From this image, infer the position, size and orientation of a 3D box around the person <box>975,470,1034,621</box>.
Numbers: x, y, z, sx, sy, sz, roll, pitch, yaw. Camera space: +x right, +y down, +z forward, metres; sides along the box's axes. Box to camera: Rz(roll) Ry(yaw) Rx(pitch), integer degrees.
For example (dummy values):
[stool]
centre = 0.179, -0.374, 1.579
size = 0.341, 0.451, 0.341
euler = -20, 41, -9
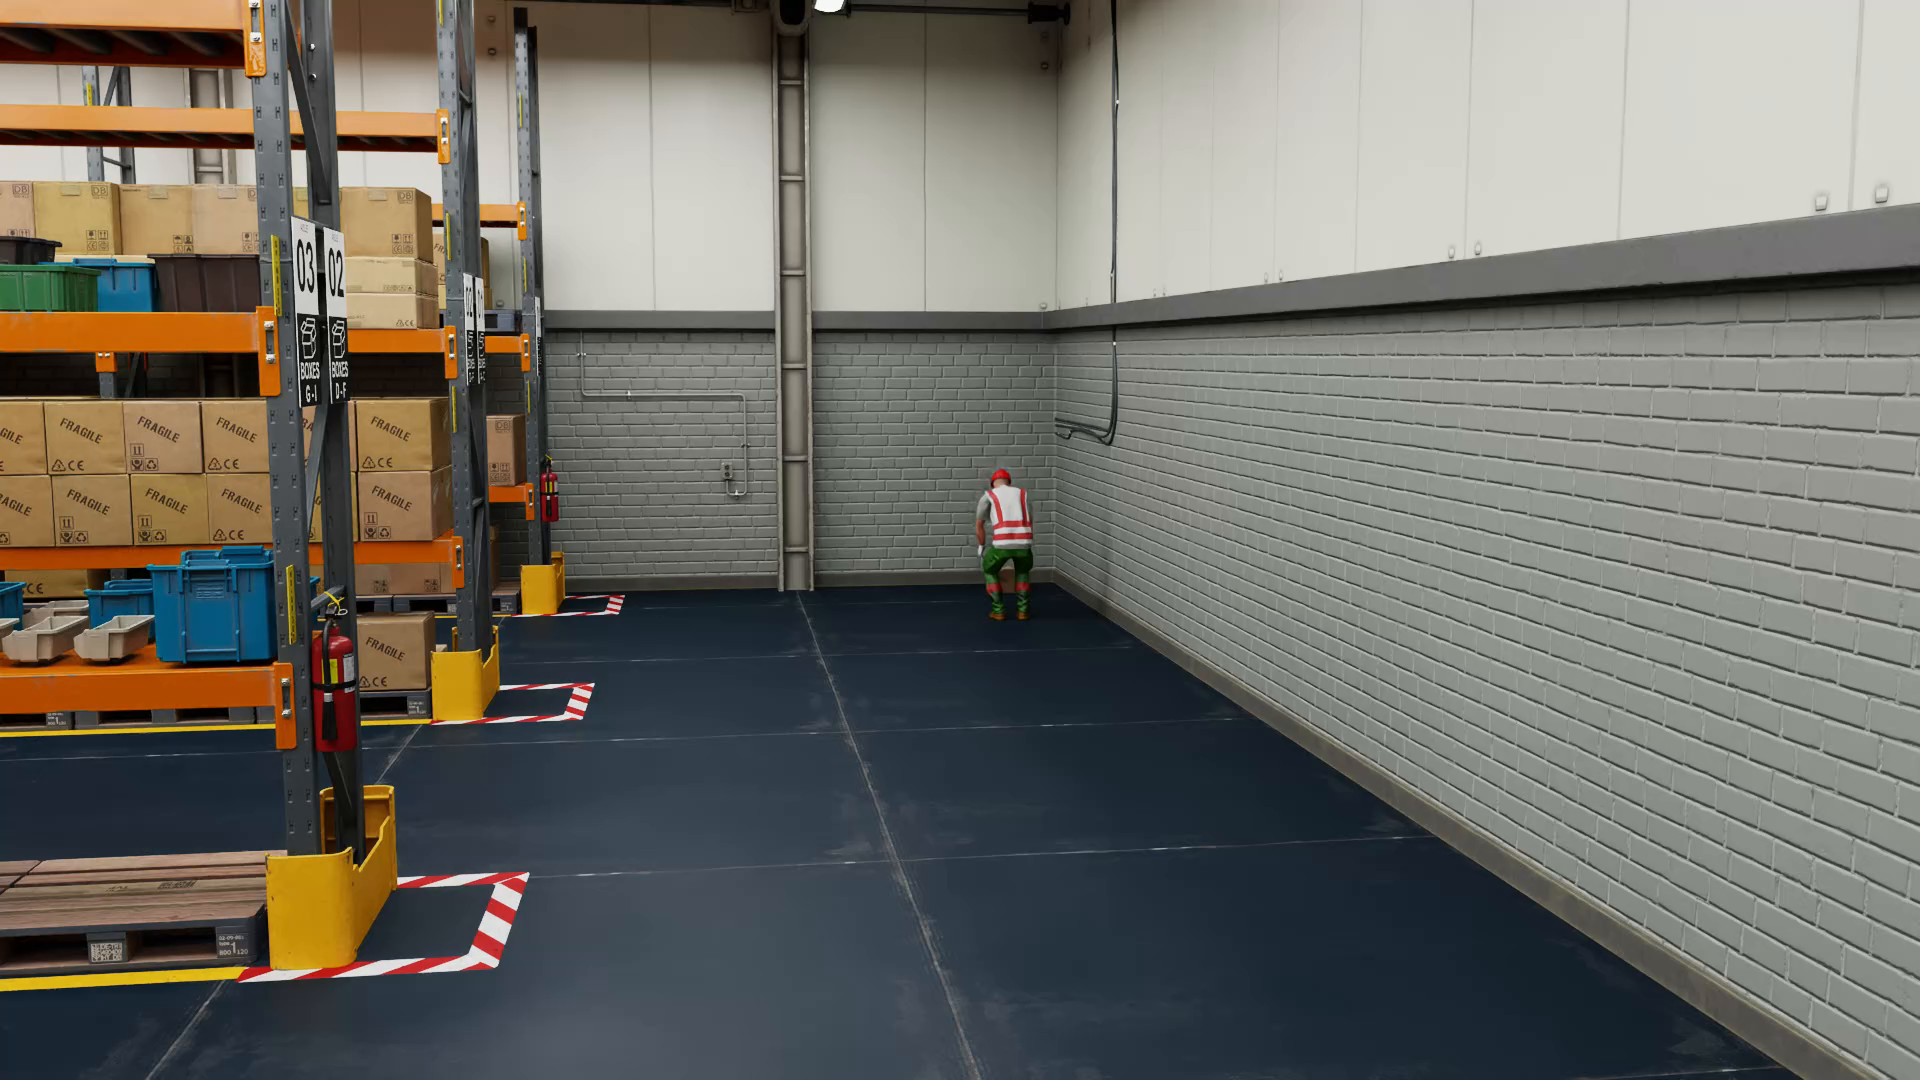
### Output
[person]
centre = 0.451, 0.047, 16.605
size = 0.582, 1.472, 0.725
euler = -1, 6, -8
